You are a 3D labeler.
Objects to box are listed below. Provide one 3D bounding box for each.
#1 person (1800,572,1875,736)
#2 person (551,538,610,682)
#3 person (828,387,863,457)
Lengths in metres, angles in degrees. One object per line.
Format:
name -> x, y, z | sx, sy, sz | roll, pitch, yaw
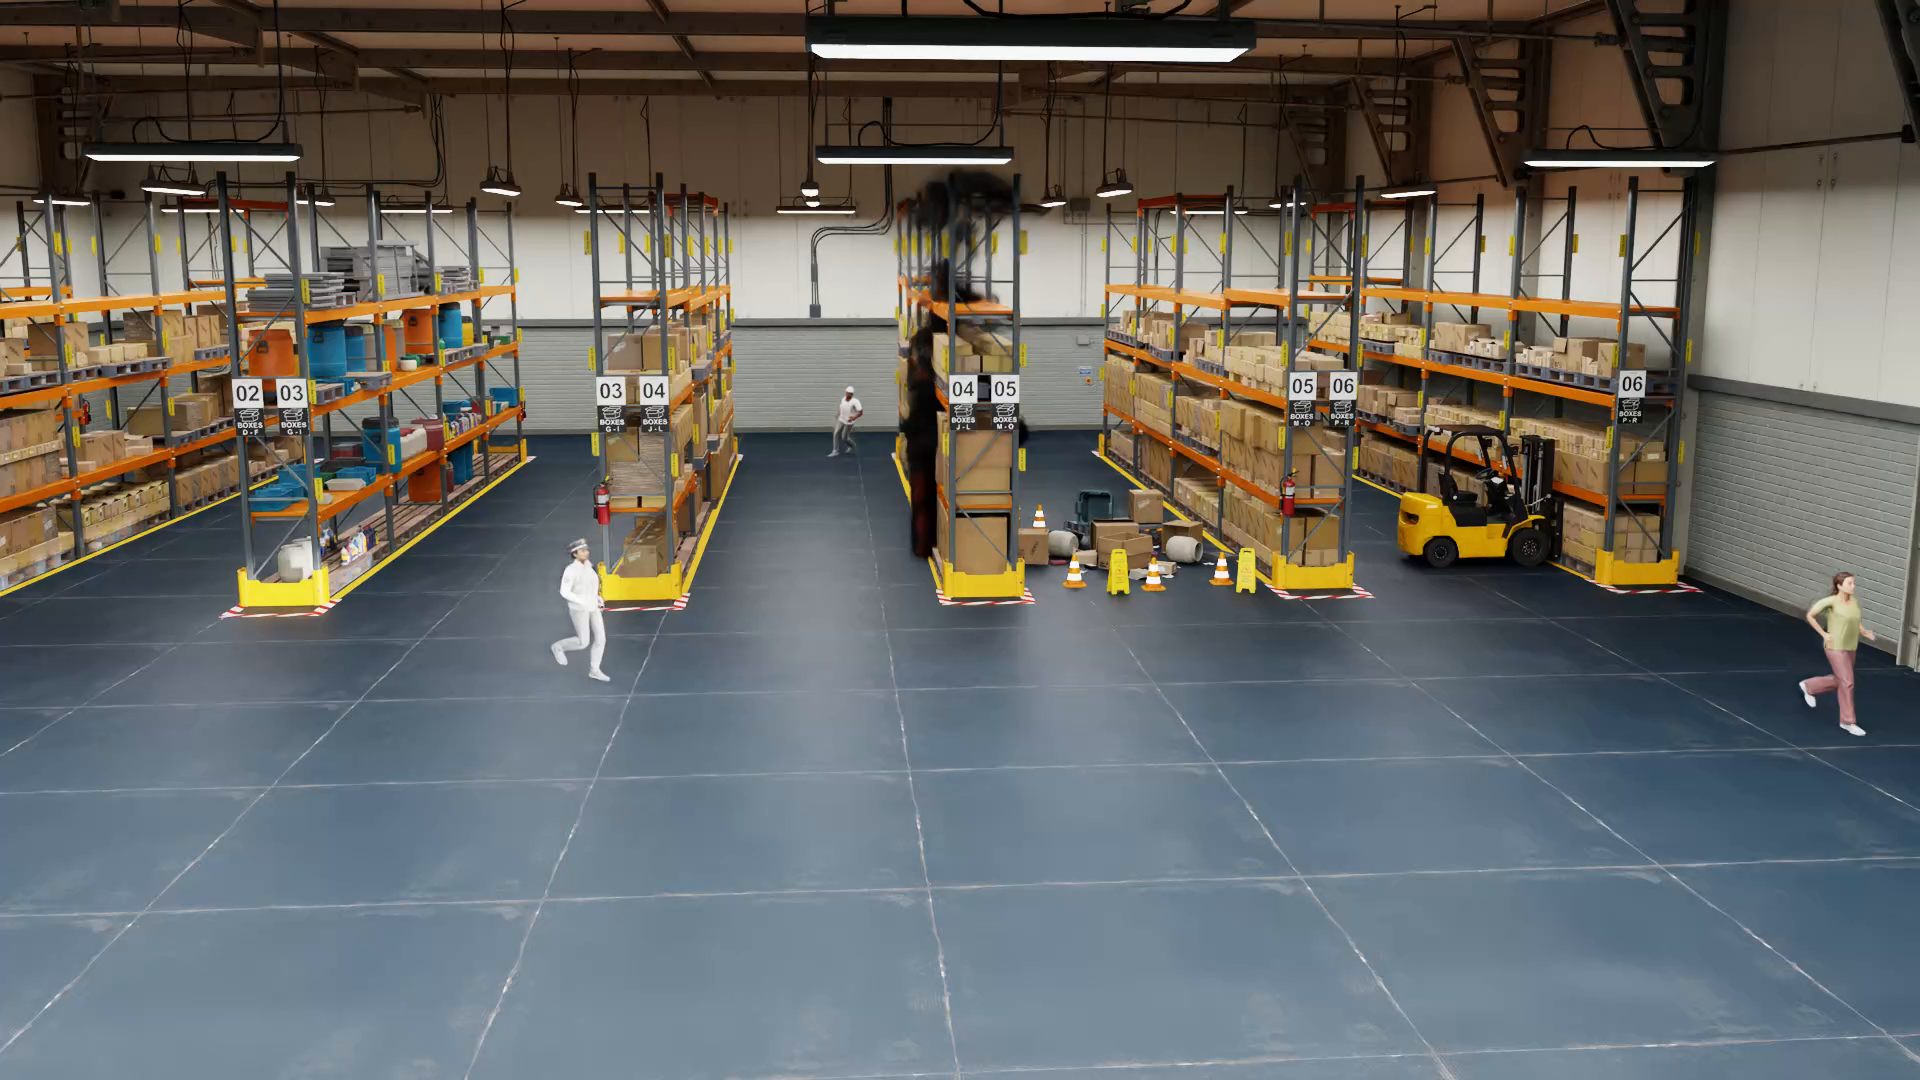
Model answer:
person -> 9.212, 1.149, 17.483 | 0.579, 1.669, 0.879 | -4, 11, -21
person -> -4.432, 0.801, 19.458 | 0.775, 1.683, 0.628 | 5, 11, 25
person -> -2.671, -2.839, 39.983 | 0.766, 1.708, 0.786 | 8, 13, 38
